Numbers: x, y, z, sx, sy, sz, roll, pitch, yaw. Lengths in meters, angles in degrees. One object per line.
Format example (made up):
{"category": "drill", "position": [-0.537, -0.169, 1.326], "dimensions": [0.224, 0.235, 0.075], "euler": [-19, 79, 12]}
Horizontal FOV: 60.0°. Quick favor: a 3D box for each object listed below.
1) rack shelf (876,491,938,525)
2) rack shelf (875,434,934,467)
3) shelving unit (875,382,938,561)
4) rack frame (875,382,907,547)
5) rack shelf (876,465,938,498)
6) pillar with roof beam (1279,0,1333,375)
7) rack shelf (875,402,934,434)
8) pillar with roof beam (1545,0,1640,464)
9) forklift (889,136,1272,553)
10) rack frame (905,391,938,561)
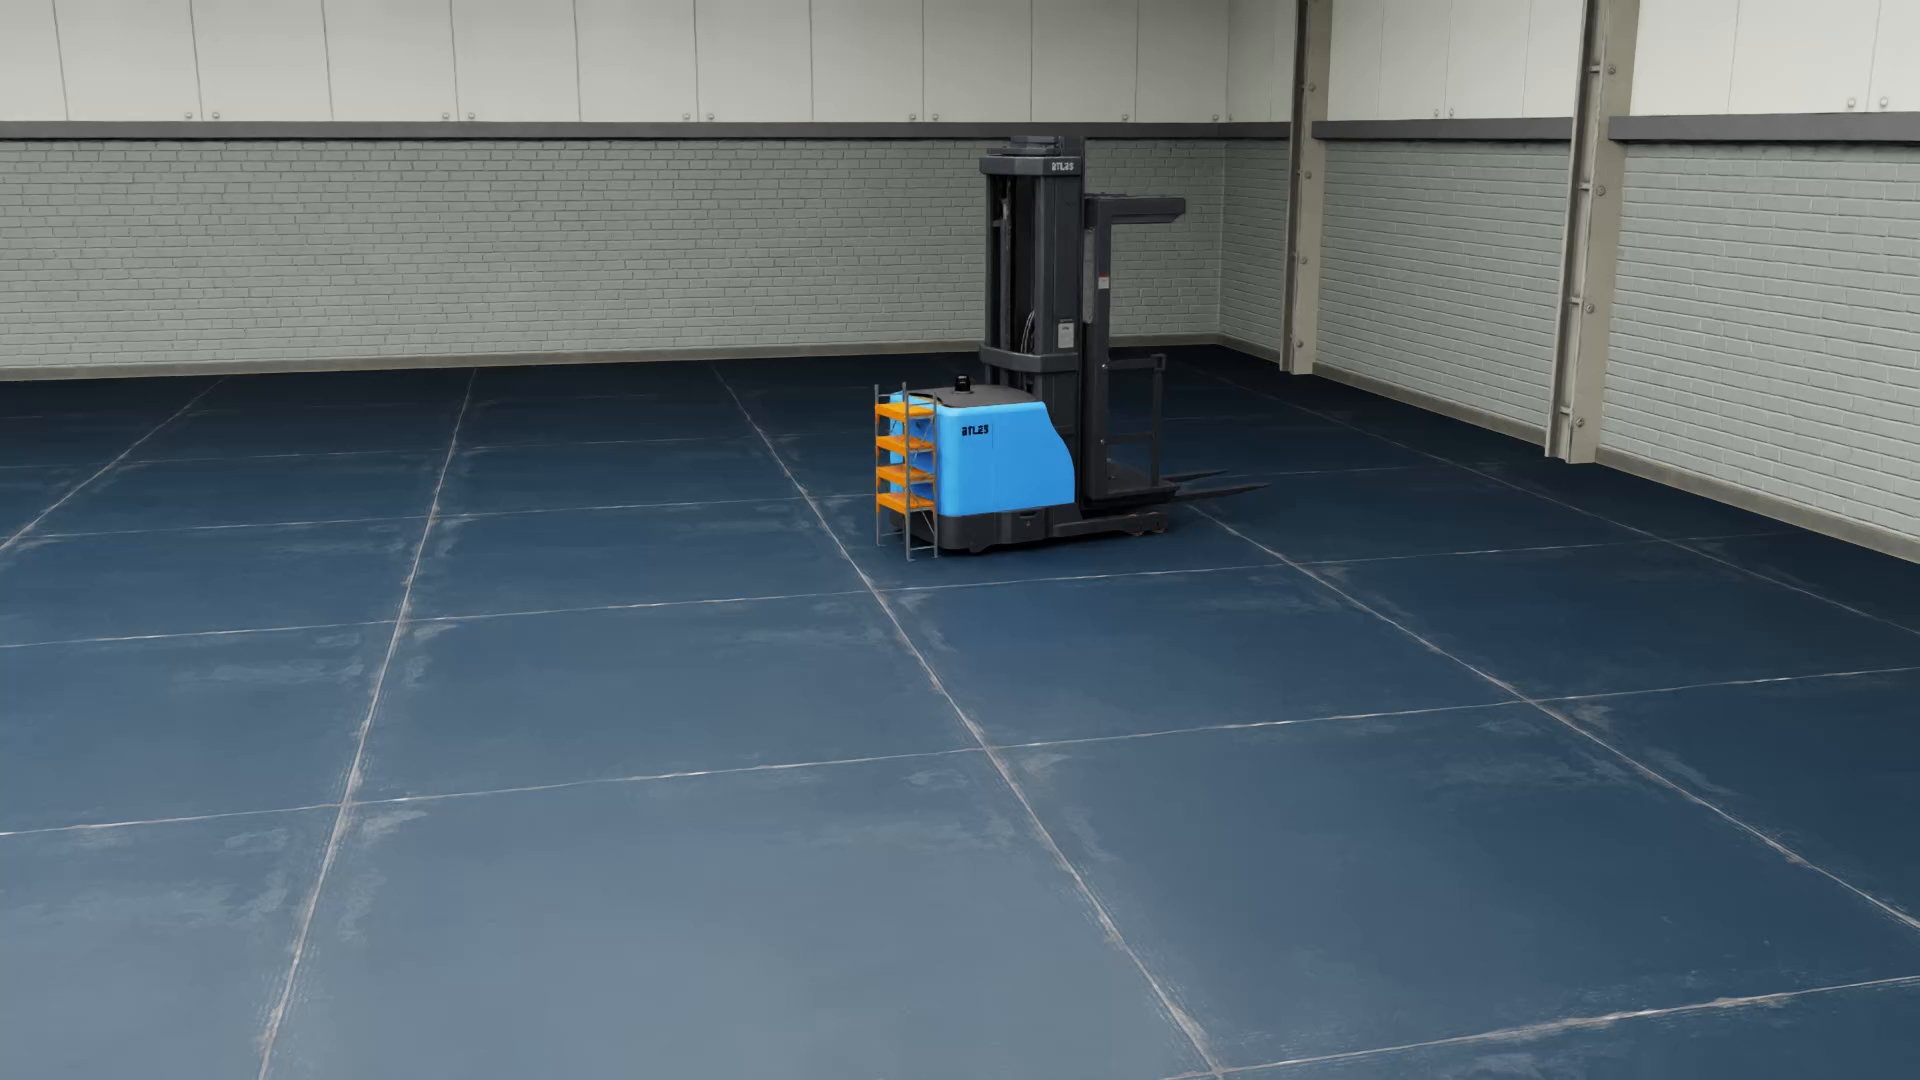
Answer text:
{"category": "rack shelf", "position": [-0.386, -0.238, 11.993], "dimensions": [0.258, 0.148, 0.480], "euler": [-7, 16, -27]}
{"category": "rack shelf", "position": [-0.386, -0.648, 11.893], "dimensions": [0.258, 0.148, 0.480], "euler": [-7, 16, -27]}
{"category": "shelving unit", "position": [-0.386, -0.496, 11.930], "dimensions": [0.258, 1.200, 0.503], "euler": [-7, 16, -27]}
{"category": "rack frame", "position": [-0.502, -0.547, 12.139], "dimensions": [0.240, 1.200, 0.015], "euler": [-7, 16, -27]}
{"category": "rack shelf", "position": [-0.386, -0.431, 11.946], "dimensions": [0.258, 0.148, 0.480], "euler": [-7, 16, -27]}
{"category": "pillar with roof beam", "position": [0.106, -6.270, 19.132], "dimensions": [9.100, 9.000, 0.400], "euler": [-3, 14, -13]}
{"category": "rack shelf", "position": [-0.386, -0.878, 11.837], "dimensions": [0.258, 0.148, 0.480], "euler": [-7, 16, -27]}
{"category": "pillar with roof beam", "position": [1.515, -4.886, 13.466], "dimensions": [9.100, 9.000, 0.400], "euler": [-3, 14, -13]}
{"category": "forklift", "position": [1.006, -1.555, 12.614], "dimensions": [3.031, 2.935, 1.130], "euler": [-7, 15, -27]}
{"category": "rack frame", "position": [-0.270, -0.445, 11.722], "dimensions": [0.240, 1.200, 0.015], "euler": [-7, 16, -27]}
